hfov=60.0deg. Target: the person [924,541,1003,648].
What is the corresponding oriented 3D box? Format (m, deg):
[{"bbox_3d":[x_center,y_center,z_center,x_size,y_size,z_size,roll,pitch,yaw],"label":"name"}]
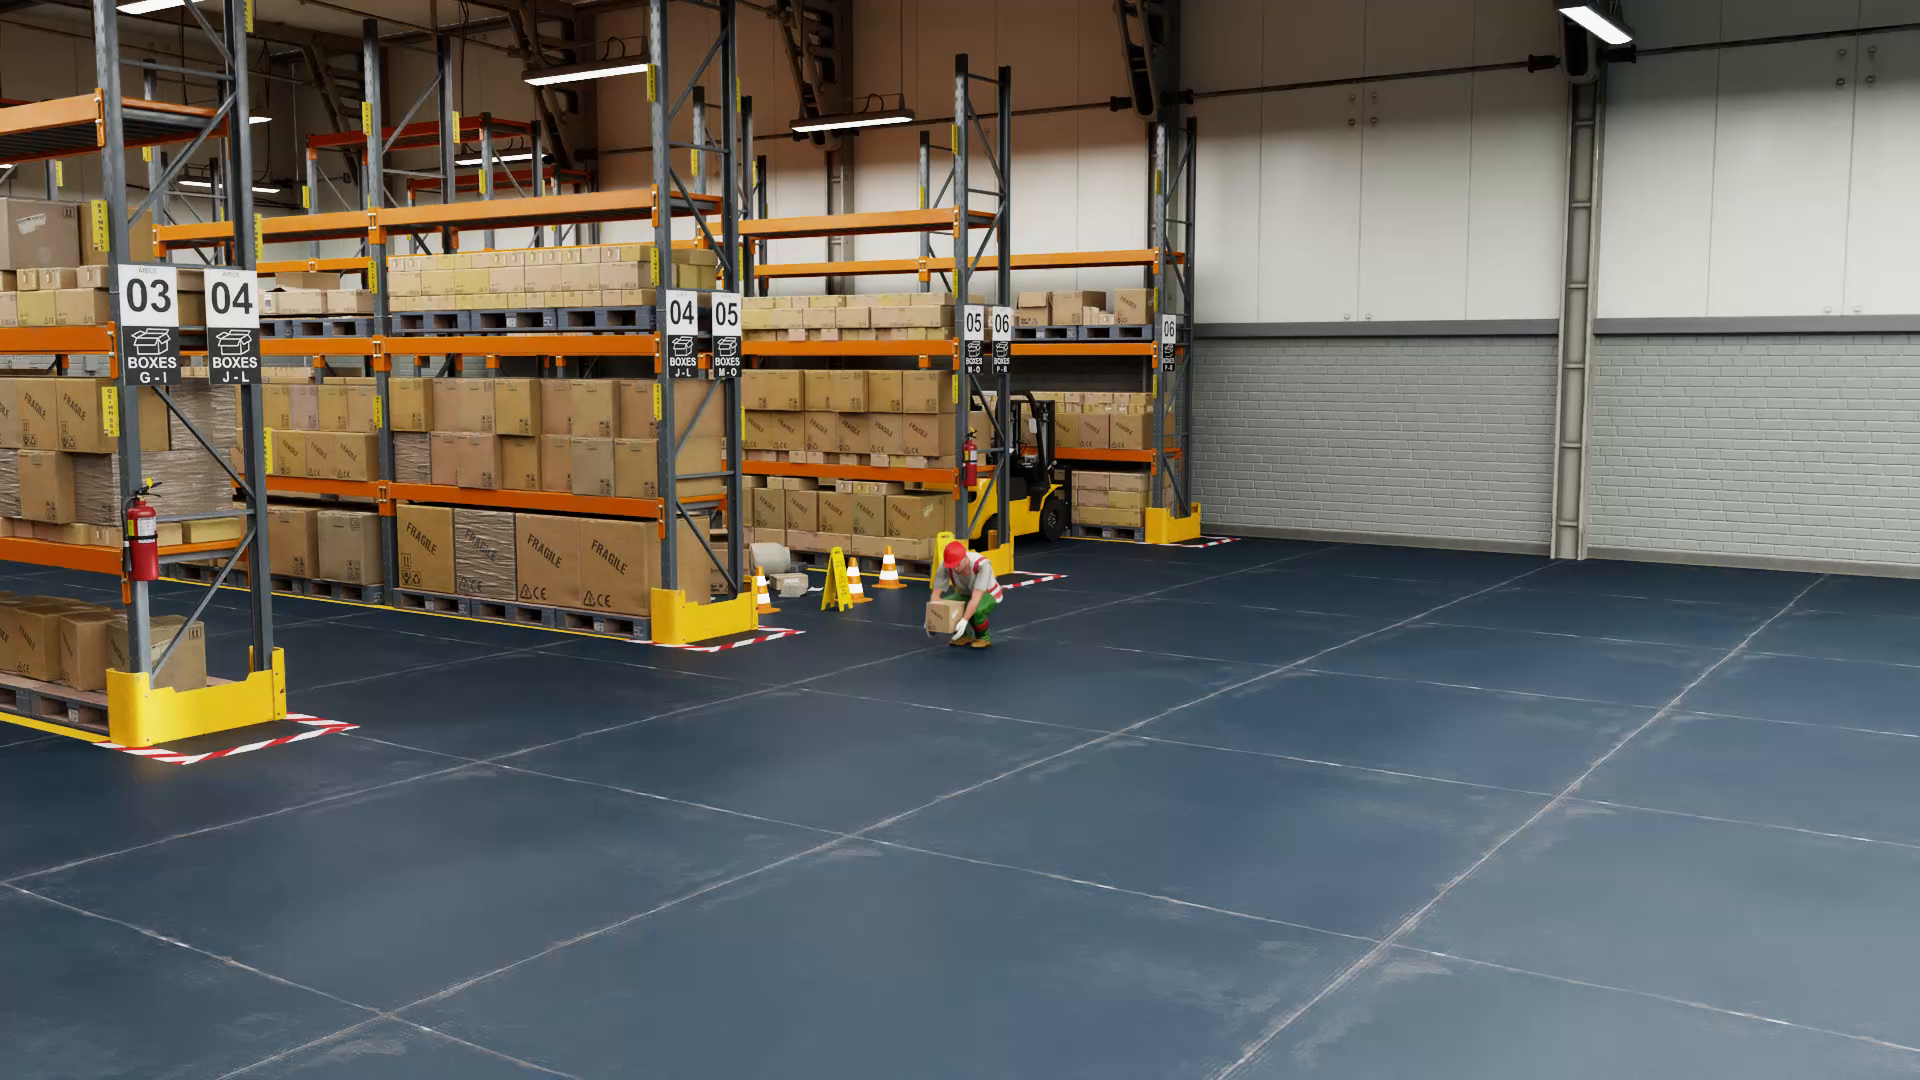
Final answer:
[{"bbox_3d":[0.062,0.478,14.923,0.568,0.995,0.860,4,7,34],"label":"person"}]
